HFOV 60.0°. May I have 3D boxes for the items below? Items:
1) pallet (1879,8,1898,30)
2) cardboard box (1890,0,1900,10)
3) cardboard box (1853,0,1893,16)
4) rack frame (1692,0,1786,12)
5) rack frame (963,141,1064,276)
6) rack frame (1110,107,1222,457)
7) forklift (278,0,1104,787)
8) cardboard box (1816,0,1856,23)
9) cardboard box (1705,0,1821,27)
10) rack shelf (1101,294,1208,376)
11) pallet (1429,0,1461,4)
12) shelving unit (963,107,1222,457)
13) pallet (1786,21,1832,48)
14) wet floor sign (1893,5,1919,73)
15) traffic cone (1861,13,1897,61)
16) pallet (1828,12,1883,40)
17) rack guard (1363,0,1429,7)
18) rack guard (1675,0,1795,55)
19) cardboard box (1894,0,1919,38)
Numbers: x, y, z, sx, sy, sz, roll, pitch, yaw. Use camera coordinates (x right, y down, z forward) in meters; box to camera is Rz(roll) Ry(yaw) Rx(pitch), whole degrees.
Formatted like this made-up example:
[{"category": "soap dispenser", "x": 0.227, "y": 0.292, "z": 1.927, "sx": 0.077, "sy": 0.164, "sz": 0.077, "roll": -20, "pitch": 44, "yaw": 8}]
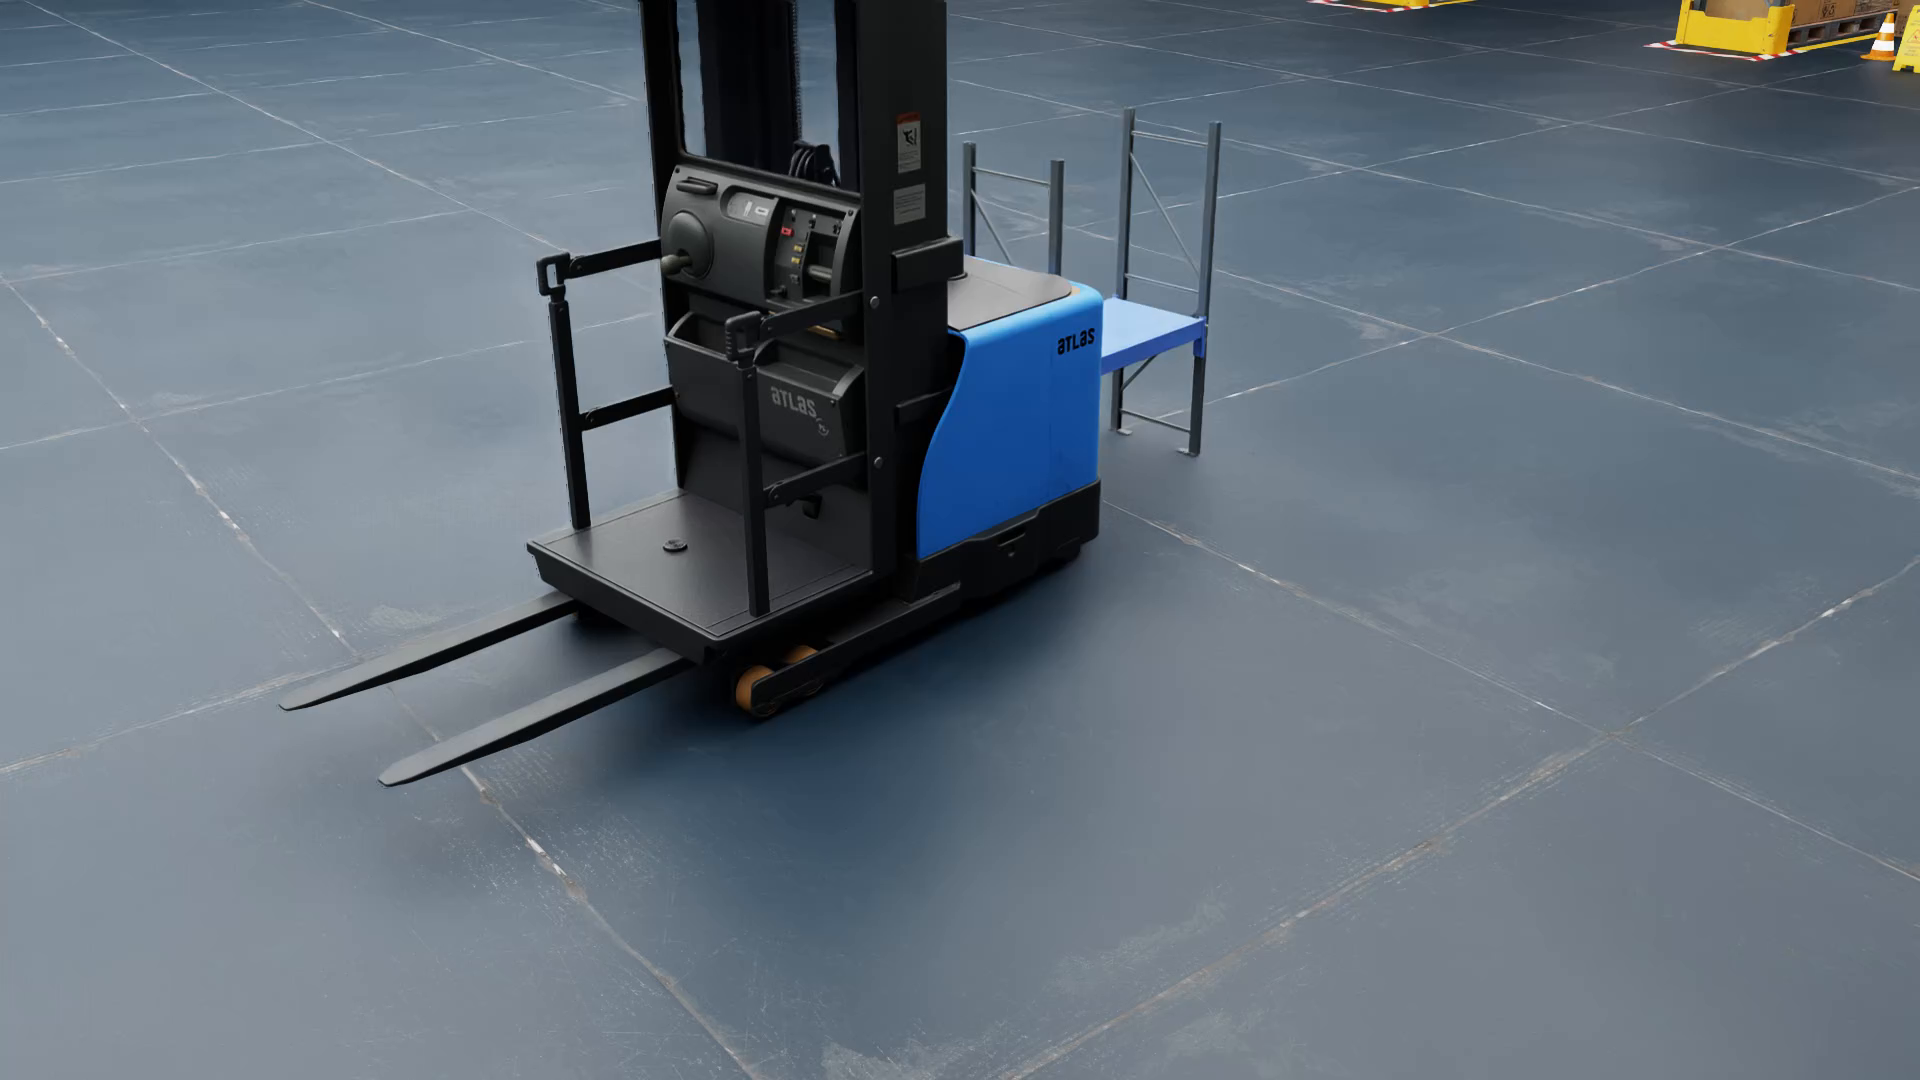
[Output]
[{"category": "pallet", "x": 11.154, "y": -6.500, "z": 20.505, "sx": 1.213, "sy": 0.211, "sz": 1.003, "roll": -18, "pitch": 31, "yaw": -34}, {"category": "cardboard box", "x": 11.263, "y": -7.023, "z": 20.345, "sx": 0.875, "sy": 0.875, "sz": 0.875, "roll": -18, "pitch": 30, "yaw": -33}, {"category": "cardboard box", "x": 10.556, "y": -6.788, "z": 19.838, "sx": 0.875, "sy": 0.875, "sz": 0.875, "roll": -18, "pitch": 30, "yaw": -34}, {"category": "rack frame", "x": 8.653, "y": -6.898, "z": 18.049, "sx": 0.127, "sy": 3.000, "sz": 1.000, "roll": -18, "pitch": 31, "yaw": -34}, {"category": "rack frame", "x": 0.203, "y": -0.826, "z": 6.747, "sx": 0.500, "sy": 1.500, "sz": 0.032, "roll": 22, "pitch": 33, "yaw": 39}, {"category": "rack frame", "x": 0.903, "y": -1.136, "z": 7.416, "sx": 0.500, "sy": 1.500, "sz": 0.032, "roll": 22, "pitch": 33, "yaw": 39}, {"category": "forklift", "x": -0.824, "y": -0.988, "z": 5.398, "sx": 1.130, "sy": 2.935, "sz": 3.031, "roll": 22, "pitch": 33, "yaw": 39}, {"category": "cardboard box", "x": 9.837, "y": -6.552, "z": 19.329, "sx": 0.875, "sy": 0.875, "sz": 0.875, "roll": -19, "pitch": 31, "yaw": -35}, {"category": "cardboard box", "x": 9.146, "y": -6.322, "z": 18.835, "sx": 0.875, "sy": 0.875, "sz": 0.875, "roll": -18, "pitch": 30, "yaw": -34}, {"category": "rack shelf", "x": 0.553, "y": -0.818, "z": 7.157, "sx": 0.538, "sy": 0.185, "sz": 1.000, "roll": 22, "pitch": 33, "yaw": 39}, {"category": "pallet", "x": 6.393, "y": -7.521, "z": 22.705, "sx": 1.213, "sy": 0.211, "sz": 1.003, "roll": -18, "pitch": 31, "yaw": -34}, {"category": "shelving unit", "x": 0.553, "y": -0.981, "z": 7.082, "sx": 0.538, "sy": 1.500, "sz": 1.048, "roll": 22, "pitch": 33, "yaw": 39}, {"category": "pallet", "x": 9.234, "y": -5.866, "z": 19.140, "sx": 1.213, "sy": 0.211, "sz": 1.003, "roll": -18, "pitch": 31, "yaw": -34}, {"category": "wet floor sign", "x": 9.852, "y": -5.166, "z": 17.115, "sx": 0.267, "sy": 0.644, "sz": 0.232, "roll": 21, "pitch": 32, "yaw": 37}, {"category": "traffic cone", "x": 9.948, "y": -5.415, "z": 17.867, "sx": 0.334, "sy": 0.463, "sz": 0.336, "roll": -18, "pitch": 31, "yaw": -34}, {"category": "pallet", "x": 10.194, "y": -6.182, "z": 19.819, "sx": 1.213, "sy": 0.211, "sz": 1.003, "roll": -18, "pitch": 31, "yaw": -34}, {"category": "rack guard", "x": 5.732, "y": -7.453, "z": 22.215, "sx": 0.348, "sy": 0.500, "sz": 1.175, "roll": -18, "pitch": 31, "yaw": -34}, {"category": "rack guard", "x": 8.635, "y": -5.758, "z": 18.562, "sx": 0.348, "sy": 0.500, "sz": 1.175, "roll": -18, "pitch": 31, "yaw": -34}, {"category": "cardboard box", "x": 11.213, "y": -6.061, "z": 19.213, "sx": 0.500, "sy": 0.500, "sz": 0.500, "roll": -13, "pitch": 28, "yaw": -25}]
